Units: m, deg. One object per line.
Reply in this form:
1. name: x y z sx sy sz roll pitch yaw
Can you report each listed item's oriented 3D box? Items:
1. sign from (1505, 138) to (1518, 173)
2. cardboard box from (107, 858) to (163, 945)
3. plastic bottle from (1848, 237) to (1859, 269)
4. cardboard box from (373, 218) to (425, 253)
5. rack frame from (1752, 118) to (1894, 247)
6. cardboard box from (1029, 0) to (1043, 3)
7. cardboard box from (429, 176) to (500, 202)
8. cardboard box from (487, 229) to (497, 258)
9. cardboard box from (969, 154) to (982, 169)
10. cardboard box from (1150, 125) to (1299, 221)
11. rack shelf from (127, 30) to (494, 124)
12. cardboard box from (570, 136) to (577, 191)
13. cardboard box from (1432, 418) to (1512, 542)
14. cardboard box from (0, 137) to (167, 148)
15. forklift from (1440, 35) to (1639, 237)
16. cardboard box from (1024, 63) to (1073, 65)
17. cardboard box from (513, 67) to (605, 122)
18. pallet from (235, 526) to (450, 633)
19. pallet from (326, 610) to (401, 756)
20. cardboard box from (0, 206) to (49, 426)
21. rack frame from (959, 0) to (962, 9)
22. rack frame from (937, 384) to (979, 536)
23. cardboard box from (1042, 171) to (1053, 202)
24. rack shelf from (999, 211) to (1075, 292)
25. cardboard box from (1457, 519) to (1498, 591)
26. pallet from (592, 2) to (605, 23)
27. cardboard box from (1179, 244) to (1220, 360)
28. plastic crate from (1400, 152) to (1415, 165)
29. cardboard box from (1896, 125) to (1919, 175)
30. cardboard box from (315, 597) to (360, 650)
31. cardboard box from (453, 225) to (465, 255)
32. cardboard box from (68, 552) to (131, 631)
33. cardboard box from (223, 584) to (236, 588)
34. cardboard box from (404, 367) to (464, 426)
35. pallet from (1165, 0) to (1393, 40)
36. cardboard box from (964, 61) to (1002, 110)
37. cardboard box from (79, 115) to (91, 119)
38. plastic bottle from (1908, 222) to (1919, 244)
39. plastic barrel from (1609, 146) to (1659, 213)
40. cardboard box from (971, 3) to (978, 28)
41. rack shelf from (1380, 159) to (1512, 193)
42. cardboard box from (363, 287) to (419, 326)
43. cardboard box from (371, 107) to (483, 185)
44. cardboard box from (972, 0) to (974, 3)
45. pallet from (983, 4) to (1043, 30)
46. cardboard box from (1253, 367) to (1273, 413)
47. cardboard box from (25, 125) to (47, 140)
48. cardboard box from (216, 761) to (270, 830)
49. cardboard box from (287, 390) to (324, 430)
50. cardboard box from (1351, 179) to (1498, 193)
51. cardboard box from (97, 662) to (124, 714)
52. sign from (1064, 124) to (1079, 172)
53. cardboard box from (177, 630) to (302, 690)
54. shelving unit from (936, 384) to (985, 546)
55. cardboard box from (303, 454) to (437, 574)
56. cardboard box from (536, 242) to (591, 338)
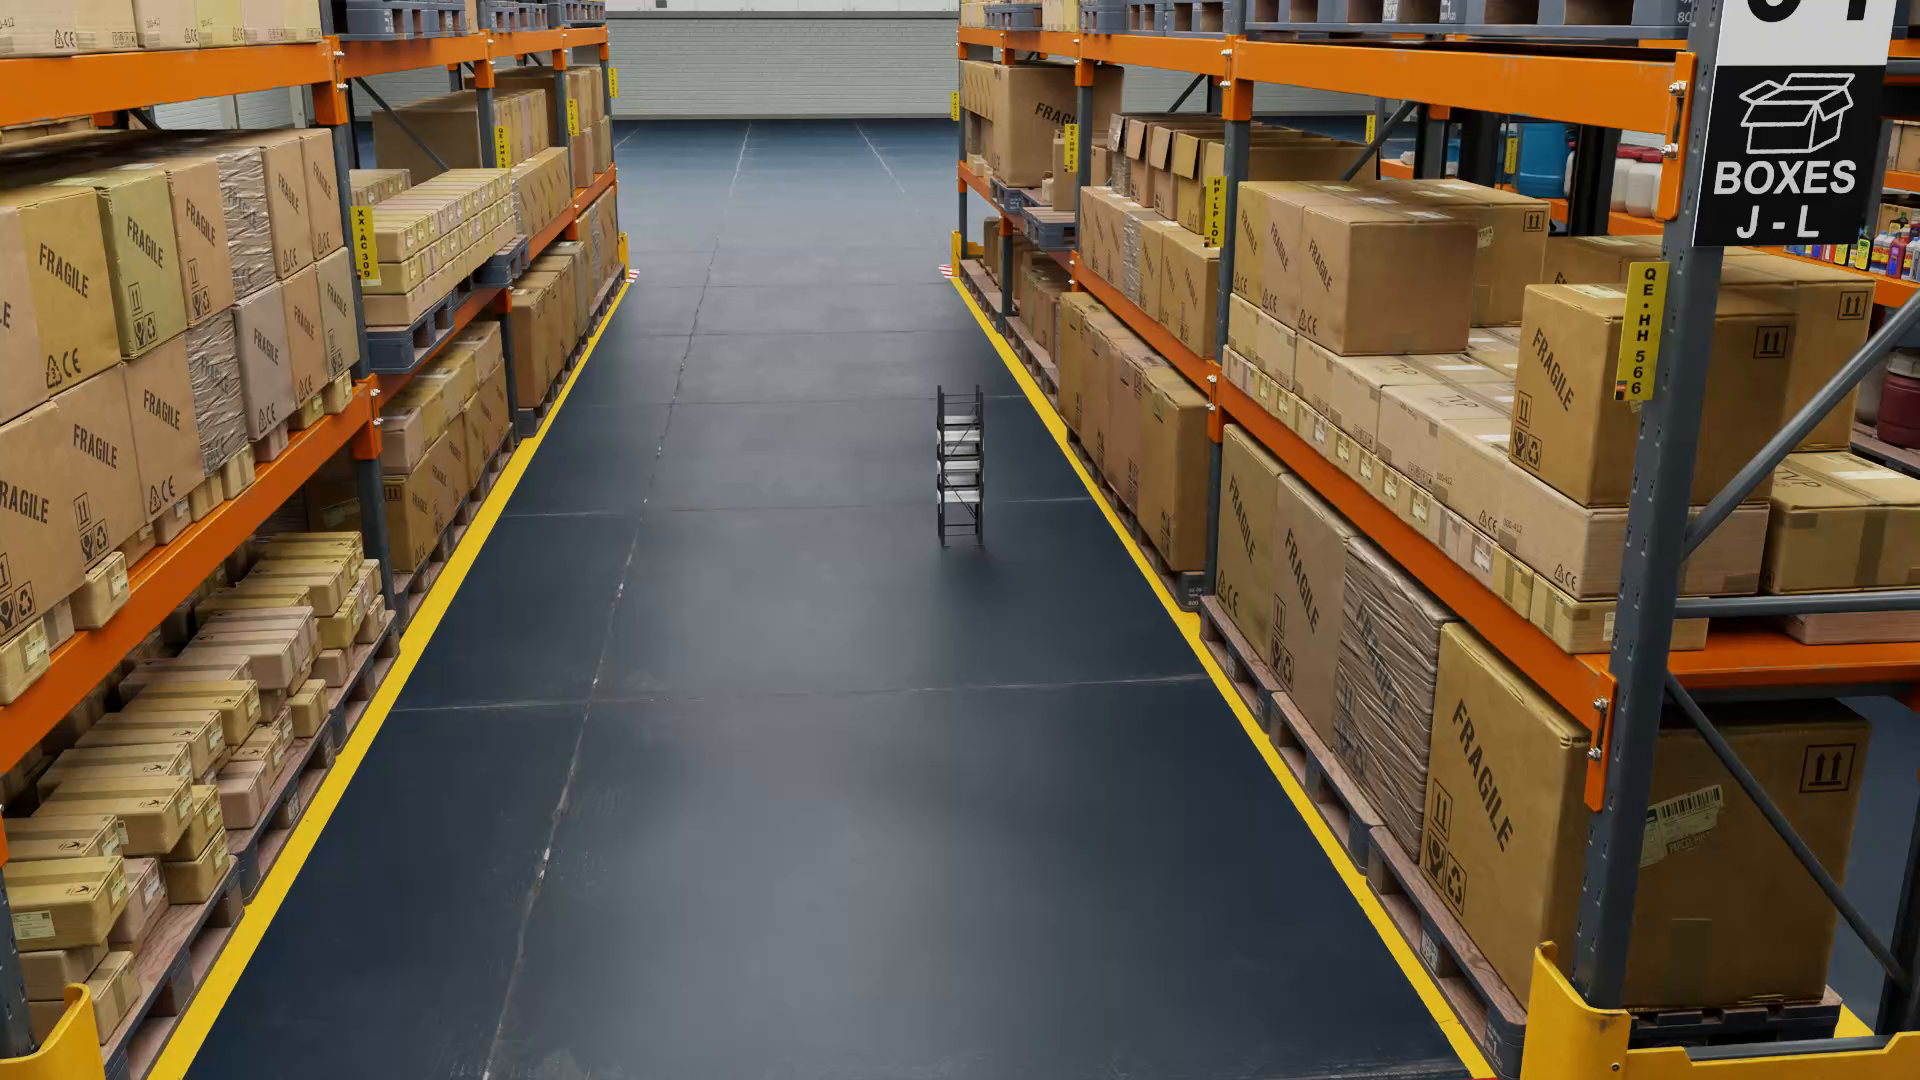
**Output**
1. sign: 5.279 -3.680 15.929 0.100 0.325 0.005 -2 18 -6
2. cardboard box: -2.576 1.060 4.854 0.380 0.149 0.250 -2 18 -6
3. plastic bottle: 6.009 -1.923 11.127 0.097 0.201 0.097 0 17 0
4. cardboard box: -2.836 -1.481 8.111 0.380 0.149 0.250 -1 17 -4
5. rack frame: 6.240 -2.370 12.218 1.000 3.000 0.127 -2 18 -6
6. cardboard box: 0.949 -4.666 13.649 0.797 0.503 0.637 -1 17 -3
7. cardboard box: -3.073 -2.173 10.317 0.380 0.149 0.250 -1 17 -4
8. cardboard box: -3.050 -1.816 10.173 0.380 0.149 0.250 -2 18 -6
9. cardboard box: 0.298 -4.238 18.588 0.380 0.149 0.250 -2 18 -6
10. cardboard box: 1.513 -2.131 9.615 0.797 0.503 0.637 -1 17 -4
11. rack shelf: -3.424 -2.586 9.099 1.077 0.370 4.000 -2 18 -6
12. cardboard box: -4.172 -3.630 15.980 0.875 0.550 0.550 -2 18 -6
13. cardboard box: 1.773 -0.191 5.032 0.500 0.250 0.500 -2 18 -7
14. cardboard box: -3.345 -1.273 6.390 0.500 0.500 0.500 -2 18 -7
15. forklift: 3.489 -1.878 10.765 1.130 2.935 3.031 0 17 0
16. cardboard box: 0.940 -4.664 17.191 0.500 0.500 0.500 -2 18 -6
17. cardboard box: -4.308 -4.791 17.877 0.875 0.550 0.550 -2 18 -6
18. pallet: -3.300 0.197 8.699 1.003 0.211 1.213 -2 18 -6
19. pallet: -3.114 0.627 7.326 1.003 0.211 1.213 -2 18 -6
20. cardboard box: -2.588 -0.519 3.989 0.500 0.500 0.500 -2 18 -6
21. rack frame: 0.488 -7.463 18.424 1.000 3.000 0.127 -2 18 -6
22. rack frame: -0.010 -0.457 9.631 0.240 0.900 0.006 -2 18 -6
23. cardboard box: 0.873 -2.842 13.244 0.396 0.266 0.258 -2 18 -7
24. rack shelf: 1.107 -2.469 13.736 1.077 0.370 4.000 -2 18 -6
25. cardboard box: 1.721 0.038 4.968 0.380 0.149 0.250 -2 18 -6
26. pallet: -4.369 -5.645 17.791 1.003 0.211 1.213 -2 18 -6
27. cardboard box: 1.406 -1.204 8.336 0.500 0.500 0.500 -2 18 -5
28. plastic crate: 5.187 -4.351 18.968 0.298 0.136 0.250 -2 18 -6
29. cardboard box: 10.594 -4.200 17.880 0.700 0.500 0.500 -2 17 -5
30. cardboard box: -2.784 0.360 7.086 0.380 0.149 0.250 -2 18 -8
31. cardboard box: -2.942 -1.647 9.136 0.380 0.149 0.250 -2 18 -7
32. cardboard box: -2.555 0.147 4.622 0.380 0.149 0.250 -2 18 -7
33. cardboard box: -3.384 0.306 7.255 0.380 0.149 0.250 -2 18 -5
34. cardboard box: -3.137 -0.806 9.458 0.500 0.250 0.500 -1 17 -4
35. pallet: 1.582 -2.637 8.379 0.805 0.209 1.217 -2 18 -8
36. cardboard box: 0.318 -4.945 18.089 0.500 0.500 0.500 -2 18 -6
37. cardboard box: -8.986 -4.363 16.233 0.700 0.500 0.500 -2 18 -6
38. plastic bottle: 6.730 -2.138 11.674 0.061 0.283 0.133 -2 18 -6
39. plastic barrel: 5.783 -3.116 14.368 0.433 0.535 0.433 0 17 0
40. cardboard box: 0.387 -5.507 17.454 0.500 0.250 0.500 -2 18 -6
41. rack shelf: 5.621 -3.814 18.020 1.077 0.370 4.000 -2 18 -6
42. cardboard box: -2.801 -1.114 7.936 0.380 0.149 0.250 -3 18 -8
43. cardboard box: -3.667 -2.752 11.600 0.700 0.500 0.500 -2 18 -6
44. cardboard box: 0.323 -5.826 17.803 0.380 0.149 0.250 -1 17 -3
45. pallet: 0.858 -4.563 14.509 1.213 0.211 1.003 -2 18 -6
46. cardboard box: 1.480 -0.650 7.159 0.380 0.149 0.250 -1 17 -4
47. cardboard box: -8.800 -3.581 15.411 0.500 0.500 0.500 -2 18 -6
48. cardboard box: -2.660 0.905 5.845 0.380 0.149 0.250 -3 18 -8
49. cardboard box: -2.853 -0.549 6.839 0.380 0.149 0.250 -1 17 -3
50. cardboard box: 2.039 -1.325 7.390 0.500 0.500 0.500 -1 17 -4
51. cardboard box: -3.253 0.549 5.984 0.380 0.149 0.250 -2 18 -5
52. sign: 0.774 -2.712 11.506 0.100 0.325 0.005 -2 18 -6
53. cardboard box: -2.715 0.458 6.275 0.380 0.149 0.250 -2 18 -8
54. shelving unit: 0.001 -0.427 9.535 0.258 0.900 0.210 -2 18 -6
55. cardboard box: -3.031 -0.138 8.581 0.500 0.500 0.500 -1 17 -3
56. cardboard box: -3.890 -2.230 14.828 1.050 0.750 0.750 -2 18 -6
